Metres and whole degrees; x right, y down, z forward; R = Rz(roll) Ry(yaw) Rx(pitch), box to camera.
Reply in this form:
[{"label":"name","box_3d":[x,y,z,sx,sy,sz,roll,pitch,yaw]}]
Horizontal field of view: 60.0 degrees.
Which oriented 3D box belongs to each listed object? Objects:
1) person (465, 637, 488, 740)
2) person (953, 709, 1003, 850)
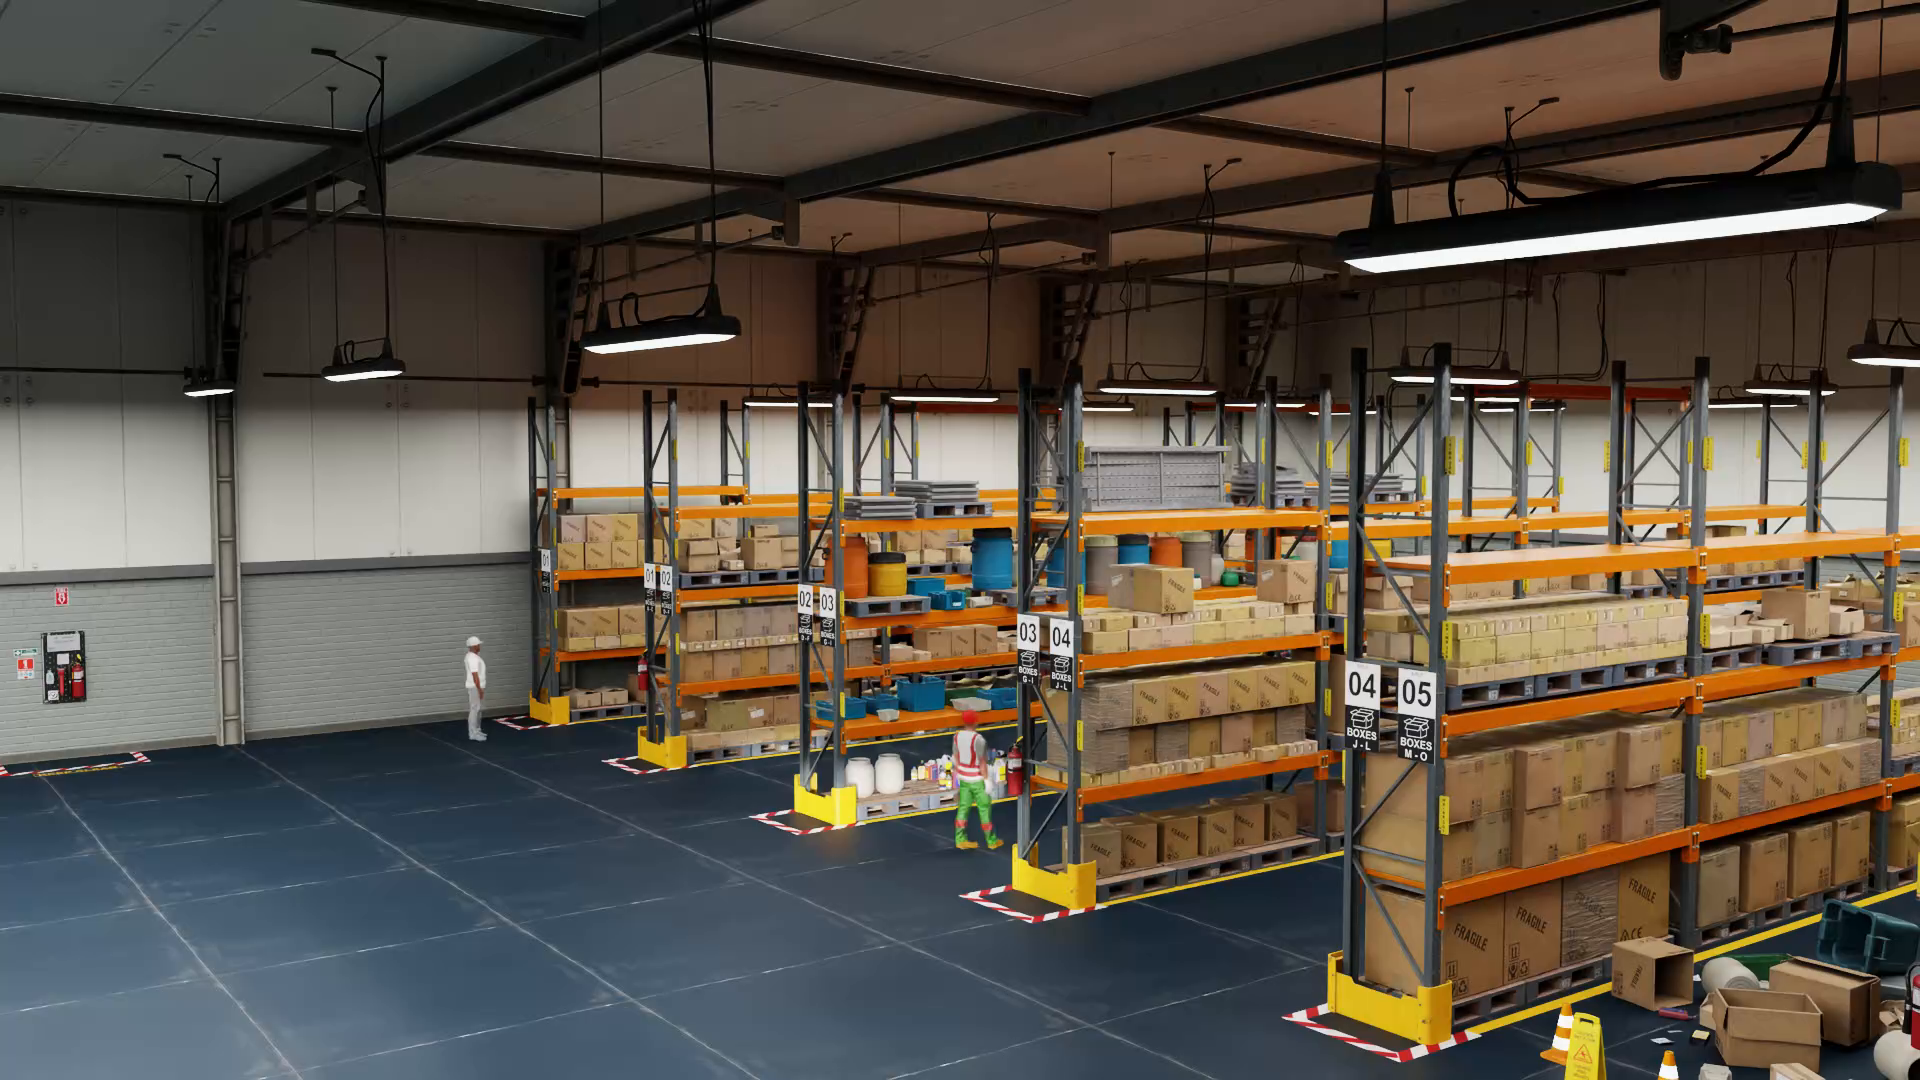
[{"label":"person","box_3d":[-8.417,2.567,28.944,0.434,1.772,0.578,0,3,-2]},{"label":"person","box_3d":[0.262,3.027,21.104,0.625,1.784,0.532,-2,4,-30]}]
